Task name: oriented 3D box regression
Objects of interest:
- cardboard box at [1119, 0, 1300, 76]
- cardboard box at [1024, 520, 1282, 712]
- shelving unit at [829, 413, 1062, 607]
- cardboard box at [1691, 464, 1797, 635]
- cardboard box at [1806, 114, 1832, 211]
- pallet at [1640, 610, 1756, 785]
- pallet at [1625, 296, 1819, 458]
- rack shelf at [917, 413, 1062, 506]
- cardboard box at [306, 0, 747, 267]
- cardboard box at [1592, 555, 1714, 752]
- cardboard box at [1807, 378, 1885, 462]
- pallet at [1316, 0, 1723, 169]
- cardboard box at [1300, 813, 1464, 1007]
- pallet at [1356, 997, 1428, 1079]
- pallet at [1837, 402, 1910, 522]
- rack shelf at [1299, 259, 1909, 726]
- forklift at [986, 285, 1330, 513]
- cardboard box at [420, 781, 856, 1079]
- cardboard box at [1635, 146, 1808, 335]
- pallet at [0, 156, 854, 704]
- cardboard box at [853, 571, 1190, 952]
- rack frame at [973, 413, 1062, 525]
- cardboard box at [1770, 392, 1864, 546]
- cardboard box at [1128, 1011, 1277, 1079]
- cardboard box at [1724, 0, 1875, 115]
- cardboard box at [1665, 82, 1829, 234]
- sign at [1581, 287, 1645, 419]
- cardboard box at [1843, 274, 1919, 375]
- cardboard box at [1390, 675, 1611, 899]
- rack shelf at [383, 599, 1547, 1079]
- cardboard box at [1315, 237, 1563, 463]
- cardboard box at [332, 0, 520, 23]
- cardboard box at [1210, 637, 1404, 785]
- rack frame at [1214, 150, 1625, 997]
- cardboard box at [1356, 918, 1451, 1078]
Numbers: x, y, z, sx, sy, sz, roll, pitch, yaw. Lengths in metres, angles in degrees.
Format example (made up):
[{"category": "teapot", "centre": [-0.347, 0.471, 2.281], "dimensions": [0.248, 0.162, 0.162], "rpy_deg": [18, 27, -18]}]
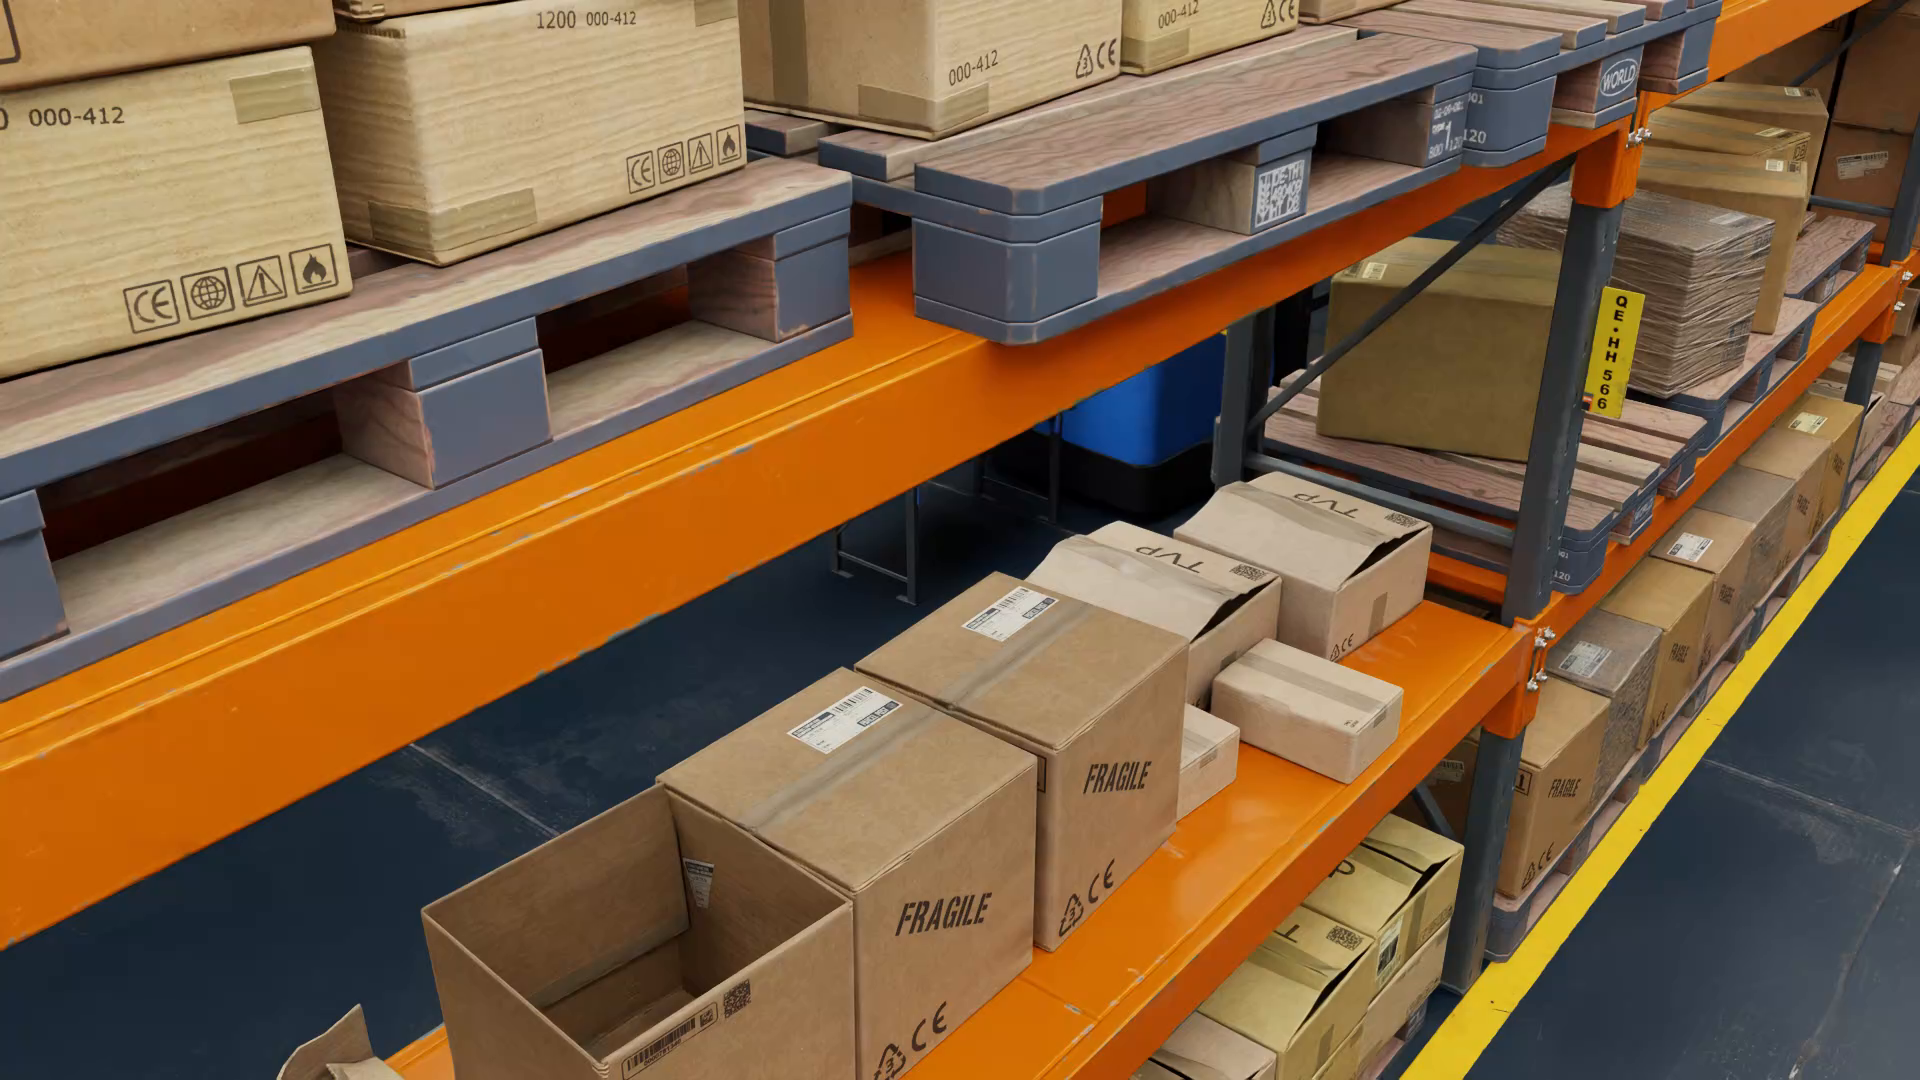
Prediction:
[{"category": "cardboard box", "centre": [0.248, -0.993, 2.846], "dimensions": [0.500, 0.250, 0.500], "rpy_deg": [20, 33, 33]}, {"category": "cardboard box", "centre": [0.467, 0.192, 4.212], "dimensions": [0.500, 0.311, 0.500], "rpy_deg": [20, 34, 34]}, {"category": "shelving unit", "centre": [-0.054, -0.636, 7.347], "dimensions": [0.538, 1.500, 1.048], "rpy_deg": [21, 34, 34]}, {"category": "cardboard box", "centre": [2.996, -0.003, 6.732], "dimensions": [0.500, 0.500, 0.500], "rpy_deg": [21, 34, 35]}, {"category": "cardboard box", "centre": [3.849, -1.823, 7.901], "dimensions": [0.500, 0.500, 0.500], "rpy_deg": [21, 34, 35]}, {"category": "pallet", "centre": [2.465, 0.446, 6.659], "dimensions": [1.003, 0.211, 1.213], "rpy_deg": [21, 34, 34]}, {"category": "pallet", "centre": [2.418, -0.714, 6.075], "dimensions": [1.003, 0.211, 1.213], "rpy_deg": [21, 34, 34]}, {"category": "rack shelf", "centre": [-0.054, -0.476, 7.430], "dimensions": [0.538, 0.185, 1.000], "rpy_deg": [21, 34, 34]}, {"category": "cardboard box", "centre": [-0.613, -0.554, 1.997], "dimensions": [0.500, 0.250, 0.500], "rpy_deg": [17, 32, 30]}, {"category": "cardboard box", "centre": [2.347, 0.365, 6.022], "dimensions": [0.500, 0.500, 0.500], "rpy_deg": [20, 34, 34]}, {"category": "cardboard box", "centre": [4.163, -0.613, 8.119], "dimensions": [0.500, 0.311, 0.500], "rpy_deg": [21, 34, 34]}, {"category": "pallet", "centre": [0.822, -1.090, 3.534], "dimensions": [1.213, 0.211, 1.003], "rpy_deg": [23, 35, 37]}, {"category": "cardboard box", "centre": [1.042, 0.935, 4.604], "dimensions": [0.500, 0.311, 0.500], "rpy_deg": [22, 34, 36]}, {"category": "pallet", "centre": [0.631, 1.410, 4.794], "dimensions": [1.003, 0.211, 1.213], "rpy_deg": [21, 34, 34]}, {"category": "pallet", "centre": [4.167, -0.531, 8.548], "dimensions": [1.003, 0.211, 1.213], "rpy_deg": [21, 34, 34]}, {"category": "rack shelf", "centre": [2.457, -0.498, 6.231], "dimensions": [1.077, 0.370, 4.000], "rpy_deg": [21, 34, 34]}, {"category": "forklift", "centre": [1.499, -2.020, 8.464], "dimensions": [1.130, 2.935, 3.031], "rpy_deg": [23, 35, 37]}, {"category": "cardboard box", "centre": [-0.523, 0.811, 2.809], "dimensions": [0.500, 0.500, 0.500], "rpy_deg": [24, 36, 38]}, {"category": "cardboard box", "centre": [2.653, -1.113, 6.071], "dimensions": [0.700, 0.500, 0.500], "rpy_deg": [12, 30, 22]}, {"category": "pallet", "centre": [-0.808, -0.254, 1.920], "dimensions": [0.805, 0.209, 1.217], "rpy_deg": [19, 33, 32]}, {"category": "cardboard box", "centre": [0.130, 0.447, 3.513], "dimensions": [0.500, 0.500, 0.500], "rpy_deg": [19, 33, 32]}, {"category": "rack frame", "centre": [0.269, -0.816, 7.695], "dimensions": [0.500, 1.500, 0.032], "rpy_deg": [21, 34, 34]}, {"category": "cardboard box", "centre": [3.636, -0.353, 7.410], "dimensions": [0.500, 0.500, 0.500], "rpy_deg": [21, 34, 34]}, {"category": "cardboard box", "centre": [0.393, 1.299, 3.899], "dimensions": [0.500, 0.311, 0.500], "rpy_deg": [20, 34, 34]}, {"category": "cardboard box", "centre": [3.851, -2.270, 7.677], "dimensions": [0.500, 0.500, 0.500], "rpy_deg": [21, 34, 35]}, {"category": "cardboard box", "centre": [3.255, -1.655, 7.119], "dimensions": [0.700, 0.500, 0.500], "rpy_deg": [9, 29, 18]}, {"category": "sign", "centre": [1.615, -0.462, 4.118], "dimensions": [0.100, 0.325, 0.005], "rpy_deg": [21, 34, 34]}, {"category": "cardboard box", "centre": [4.920, -1.281, 9.200], "dimensions": [0.797, 0.503, 0.637], "rpy_deg": [21, 34, 34]}, {"category": "cardboard box", "centre": [1.695, 0.728, 5.319], "dimensions": [0.500, 0.500, 0.500], "rpy_deg": [22, 35, 36]}, {"category": "rack shelf", "centre": [-0.087, 0.920, 3.490], "dimensions": [1.077, 0.370, 4.000], "rpy_deg": [21, 34, 34]}, {"category": "cardboard box", "centre": [1.498, -0.596, 5.071], "dimensions": [0.700, 0.500, 0.500], "rpy_deg": [10, 29, 18]}, {"category": "cardboard box", "centre": [-0.592, -0.891, 1.834], "dimensions": [0.500, 0.500, 0.500], "rpy_deg": [-25, 36, -39]}, {"category": "cardboard box", "centre": [0.826, 0.403, 3.980], "dimensions": [0.380, 0.149, 0.250], "rpy_deg": [21, 34, 34]}, {"category": "rack frame", "centre": [1.185, -0.109, 4.695], "dimensions": [1.000, 3.000, 0.127], "rpy_deg": [21, 34, 34]}, {"category": "cardboard box", "centre": [1.038, 1.184, 4.732], "dimensions": [0.500, 0.250, 0.500], "rpy_deg": [22, 34, 36]}]
